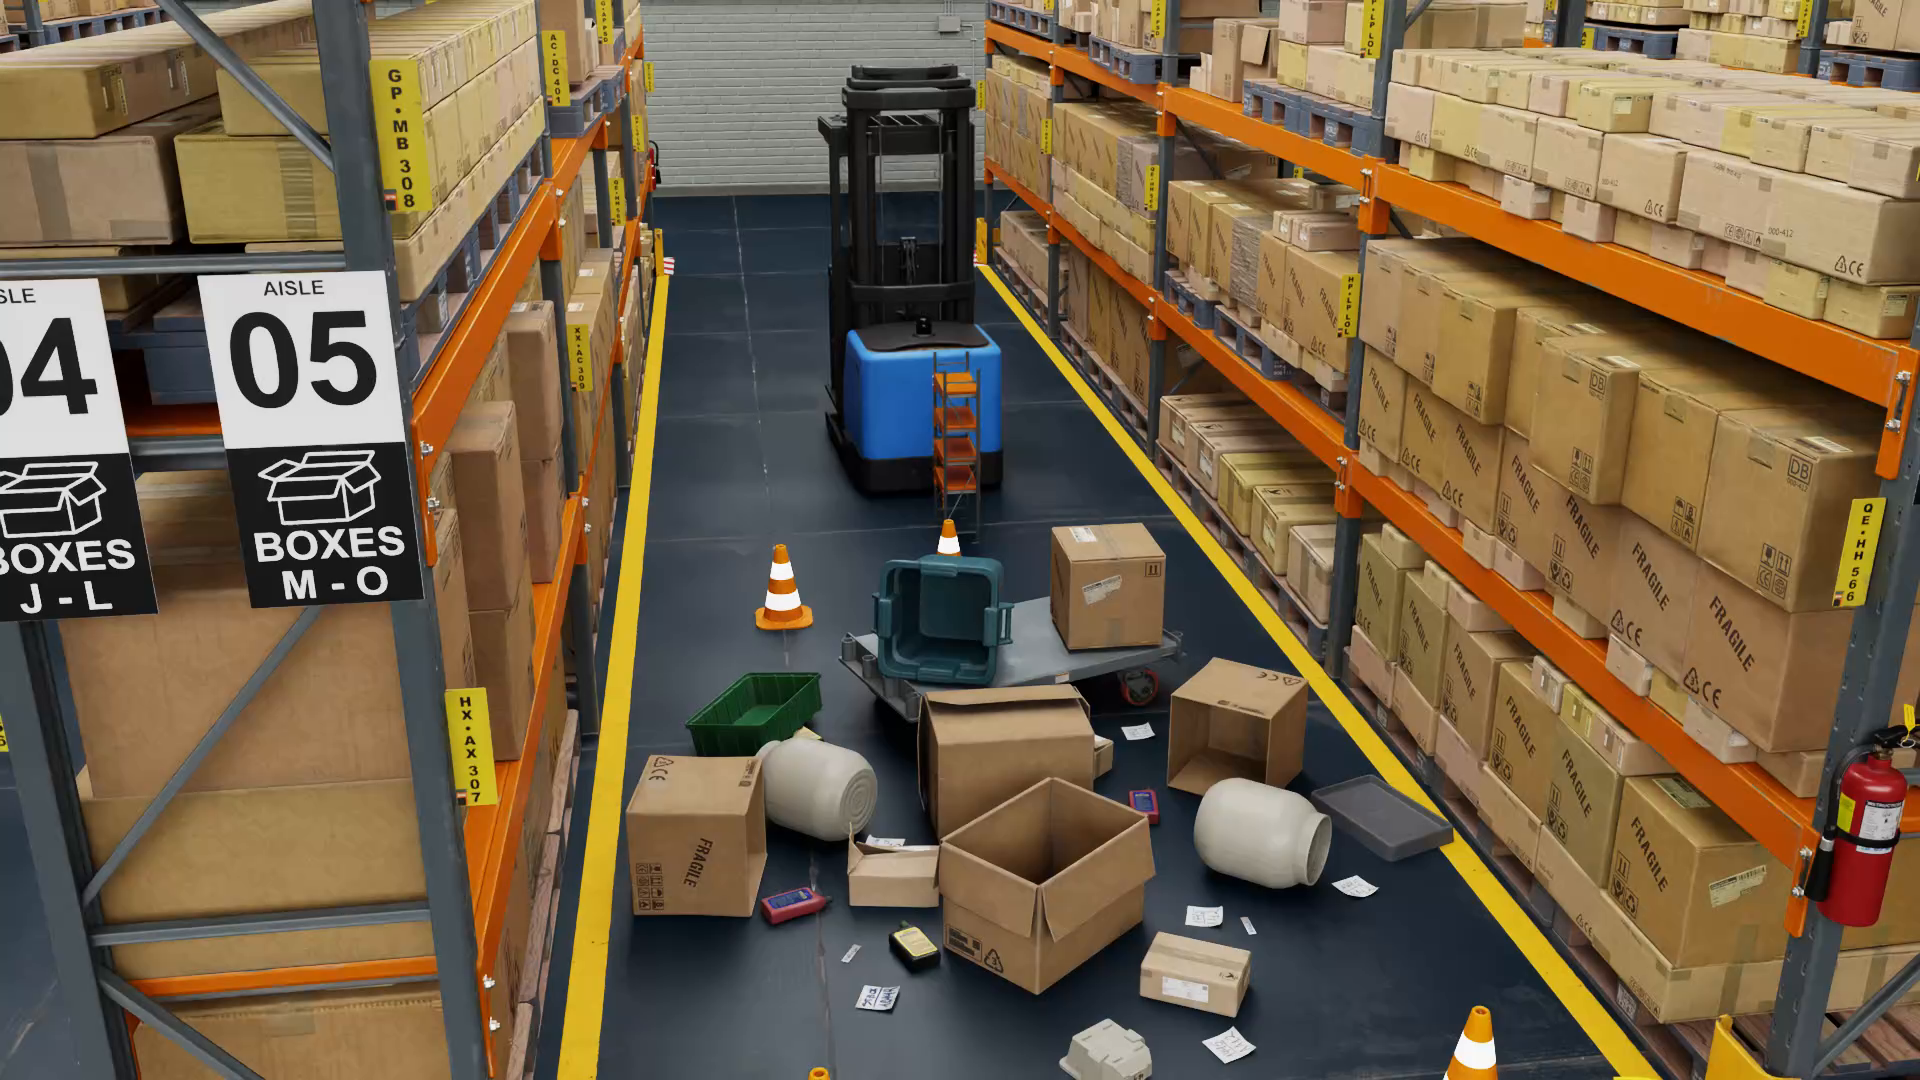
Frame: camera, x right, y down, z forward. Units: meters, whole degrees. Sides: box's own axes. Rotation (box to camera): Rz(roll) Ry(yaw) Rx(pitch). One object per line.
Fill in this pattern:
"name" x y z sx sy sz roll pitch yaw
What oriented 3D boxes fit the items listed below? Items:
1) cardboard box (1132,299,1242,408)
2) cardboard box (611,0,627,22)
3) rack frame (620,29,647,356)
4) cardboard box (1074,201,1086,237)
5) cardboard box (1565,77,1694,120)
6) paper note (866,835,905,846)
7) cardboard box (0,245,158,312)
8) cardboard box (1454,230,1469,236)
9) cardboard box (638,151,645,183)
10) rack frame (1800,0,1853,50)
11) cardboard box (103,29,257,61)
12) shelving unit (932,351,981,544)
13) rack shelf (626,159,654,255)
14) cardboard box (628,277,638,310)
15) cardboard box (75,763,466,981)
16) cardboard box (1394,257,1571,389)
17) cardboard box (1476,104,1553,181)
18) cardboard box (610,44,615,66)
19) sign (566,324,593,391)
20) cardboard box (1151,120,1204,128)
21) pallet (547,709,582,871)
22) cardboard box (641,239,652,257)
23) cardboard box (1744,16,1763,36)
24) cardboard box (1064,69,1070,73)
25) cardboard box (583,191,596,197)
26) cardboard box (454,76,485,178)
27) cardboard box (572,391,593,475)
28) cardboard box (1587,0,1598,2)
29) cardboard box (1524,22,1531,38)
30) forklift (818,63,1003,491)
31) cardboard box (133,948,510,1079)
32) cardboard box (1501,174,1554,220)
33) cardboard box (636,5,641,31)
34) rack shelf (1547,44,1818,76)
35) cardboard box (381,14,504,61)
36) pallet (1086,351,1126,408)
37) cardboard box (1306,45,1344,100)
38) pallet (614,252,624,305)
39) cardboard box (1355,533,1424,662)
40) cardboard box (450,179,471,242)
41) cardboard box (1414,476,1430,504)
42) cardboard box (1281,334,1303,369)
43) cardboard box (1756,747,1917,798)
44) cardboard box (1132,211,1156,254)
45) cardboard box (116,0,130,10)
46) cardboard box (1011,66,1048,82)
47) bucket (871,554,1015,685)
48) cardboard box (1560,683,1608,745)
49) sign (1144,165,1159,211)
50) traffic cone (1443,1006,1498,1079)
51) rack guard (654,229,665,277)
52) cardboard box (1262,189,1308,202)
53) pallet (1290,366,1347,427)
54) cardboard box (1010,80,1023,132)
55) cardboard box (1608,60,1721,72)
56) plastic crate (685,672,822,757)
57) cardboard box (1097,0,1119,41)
"cardboard box" 1.935 -1.509 13.405 0.875 0.875 0.875 -3 21 -8
"cardboard box" -3.340 -4.912 15.293 0.500 0.250 0.500 -2 21 -6
"rack frame" -3.508 -3.164 15.401 1.000 3.000 0.127 -3 21 -8
"cardboard box" 1.313 -2.856 14.789 0.500 0.250 0.500 -3 21 -8
"cardboard box" 2.558 -1.680 6.360 0.380 0.149 0.250 -3 21 -7
"paper note" -0.348 1.378 7.494 0.172 0.023 0.155 4 21 11
"cardboard box" -2.161 -0.638 3.967 0.380 0.149 0.250 -3 21 -8
"cardboard box" 5.940 -3.237 18.569 0.700 0.500 0.500 -4 21 -10
"cardboard box" -3.445 -3.882 16.754 0.500 0.500 0.500 -3 21 -9
"rack frame" 6.864 -5.126 12.079 1.000 3.000 0.127 -3 21 -8
"cardboard box" -2.345 -1.454 5.010 0.380 0.149 0.250 -3 21 -9
"shelving unit" -0.024 -0.619 11.160 0.258 1.200 0.503 -3 21 -8
"rack shelf" -3.796 -3.520 17.381 1.077 0.370 4.000 -3 21 -8
"cardboard box" -3.089 -2.117 14.499 0.500 0.250 0.500 -2 21 -5
"cardboard box" -1.876 0.794 4.588 0.875 0.550 0.550 -3 21 -8
"cardboard box" 2.430 -0.992 7.589 0.700 0.500 0.500 -3 21 -7
"cardboard box" 2.465 -1.635 6.808 0.500 0.250 0.500 -3 21 -7
"cardboard box" -2.906 -3.788 12.641 0.500 0.500 0.500 -3 21 -8
"sign" -1.805 -0.865 7.896 0.100 0.325 0.005 -3 21 -8
"cardboard box" 1.914 -3.288 14.161 0.500 0.500 0.500 -3 21 -7
"pallet" -2.322 1.179 7.757 1.003 0.211 1.213 -3 21 -8
"cardboard box" -3.546 -3.162 18.020 0.380 0.149 0.250 -2 21 -6
"cardboard box" 6.544 -4.131 13.346 0.380 0.149 0.250 -2 21 -7
"cardboard box" 1.307 -5.008 17.838 0.380 0.149 0.250 -2 21 -6
"cardboard box" -2.916 -2.577 12.736 0.380 0.149 0.250 -4 21 -10
"cardboard box" -1.741 -1.258 5.055 0.500 0.250 0.500 -3 21 -8
"cardboard box" -2.164 -0.637 8.491 0.500 0.500 0.500 -3 21 -7
"cardboard box" 6.000 -5.067 15.398 0.380 0.149 0.250 -3 21 -9
"cardboard box" 5.911 -5.182 16.877 0.380 0.149 0.250 -3 21 -8
"forklift" -0.483 -2.203 12.925 1.130 2.935 3.031 -4 21 -11
"cardboard box" -1.941 1.558 5.195 0.875 0.875 0.875 -3 21 -7
"cardboard box" 2.431 -1.395 6.737 0.380 0.149 0.250 -3 21 -9
"cardboard box" -3.676 -5.564 17.752 0.500 0.250 0.500 -3 21 -8
"rack shelf" 6.576 -4.076 14.584 1.077 0.370 4.000 -3 21 -8
"cardboard box" -1.805 -1.751 5.807 0.380 0.149 0.250 -3 21 -8
"pallet" 1.741 -1.456 14.812 1.003 0.211 1.213 -3 21 -8
"cardboard box" 2.234 -2.581 9.166 0.500 0.250 0.500 -3 21 -7
"pallet" -3.139 -1.931 12.373 1.213 0.211 1.003 -3 21 -8
"cardboard box" 2.347 0.279 8.440 0.500 0.500 0.500 -2 21 -5
"cardboard box" -1.620 -0.938 4.769 0.380 0.149 0.250 -3 21 -7
"cardboard box" 2.414 -0.261 7.986 0.380 0.149 0.250 -3 21 -8
"cardboard box" 2.089 -1.102 9.638 0.380 0.149 0.250 -3 21 -9
"cardboard box" 2.840 0.705 5.401 0.380 0.149 0.250 -2 21 -6
"cardboard box" 1.632 -2.383 12.808 0.500 0.250 0.500 -3 21 -8
"cardboard box" -8.917 -5.651 16.887 0.700 0.500 0.500 -4 21 -10
"cardboard box" 0.759 -4.977 17.755 0.380 0.149 0.250 -3 21 -9
"bucket" -0.053 0.358 8.477 0.726 0.611 0.620 4 11 11
"cardboard box" 2.580 0.667 6.474 0.380 0.149 0.250 -3 21 -7
"sign" 1.404 -2.577 12.174 0.100 0.325 0.005 -3 21 -8
"traffic cone" 1.767 1.811 5.707 0.336 0.463 0.334 -3 21 -8
"rack guard" -4.073 -3.352 19.476 1.175 0.500 0.348 -3 21 -8
"cardboard box" 2.379 -2.125 11.450 0.500 0.500 0.500 -3 21 -9
"pallet" 2.563 -0.861 9.509 1.003 0.211 1.213 -3 21 -8
"cardboard box" 0.823 -4.639 17.779 0.500 0.500 0.500 -3 21 -8
"cardboard box" 3.021 -1.977 7.155 0.380 0.149 0.250 -2 21 -6
"plastic crate" -1.033 0.890 8.482 0.450 0.188 0.662 -2 18 24
"cardboard box" 1.412 -4.308 13.434 0.500 0.500 0.500 -3 21 -7
